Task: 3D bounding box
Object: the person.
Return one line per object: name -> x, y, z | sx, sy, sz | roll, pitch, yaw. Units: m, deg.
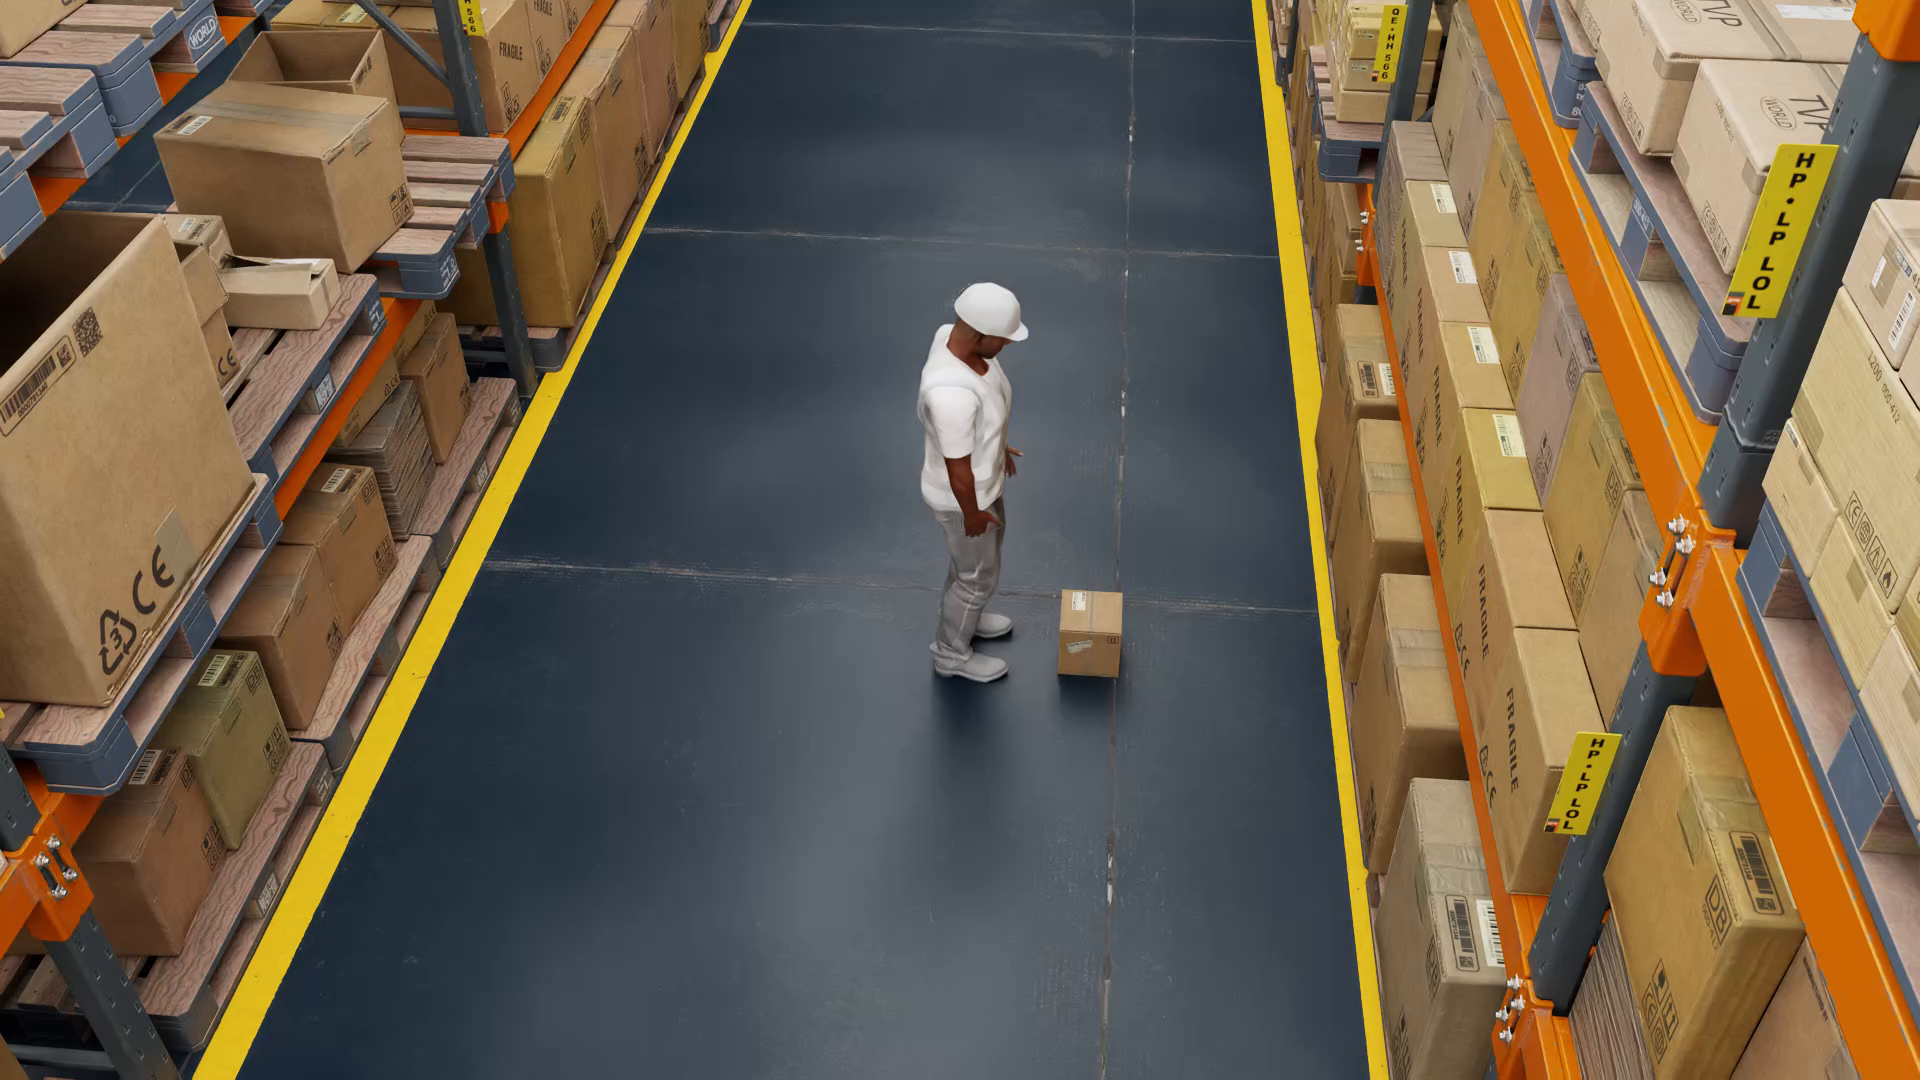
person -> 0.050, -0.230, 6.427 | 0.390, 1.747, 0.575 | 4, 40, 5
